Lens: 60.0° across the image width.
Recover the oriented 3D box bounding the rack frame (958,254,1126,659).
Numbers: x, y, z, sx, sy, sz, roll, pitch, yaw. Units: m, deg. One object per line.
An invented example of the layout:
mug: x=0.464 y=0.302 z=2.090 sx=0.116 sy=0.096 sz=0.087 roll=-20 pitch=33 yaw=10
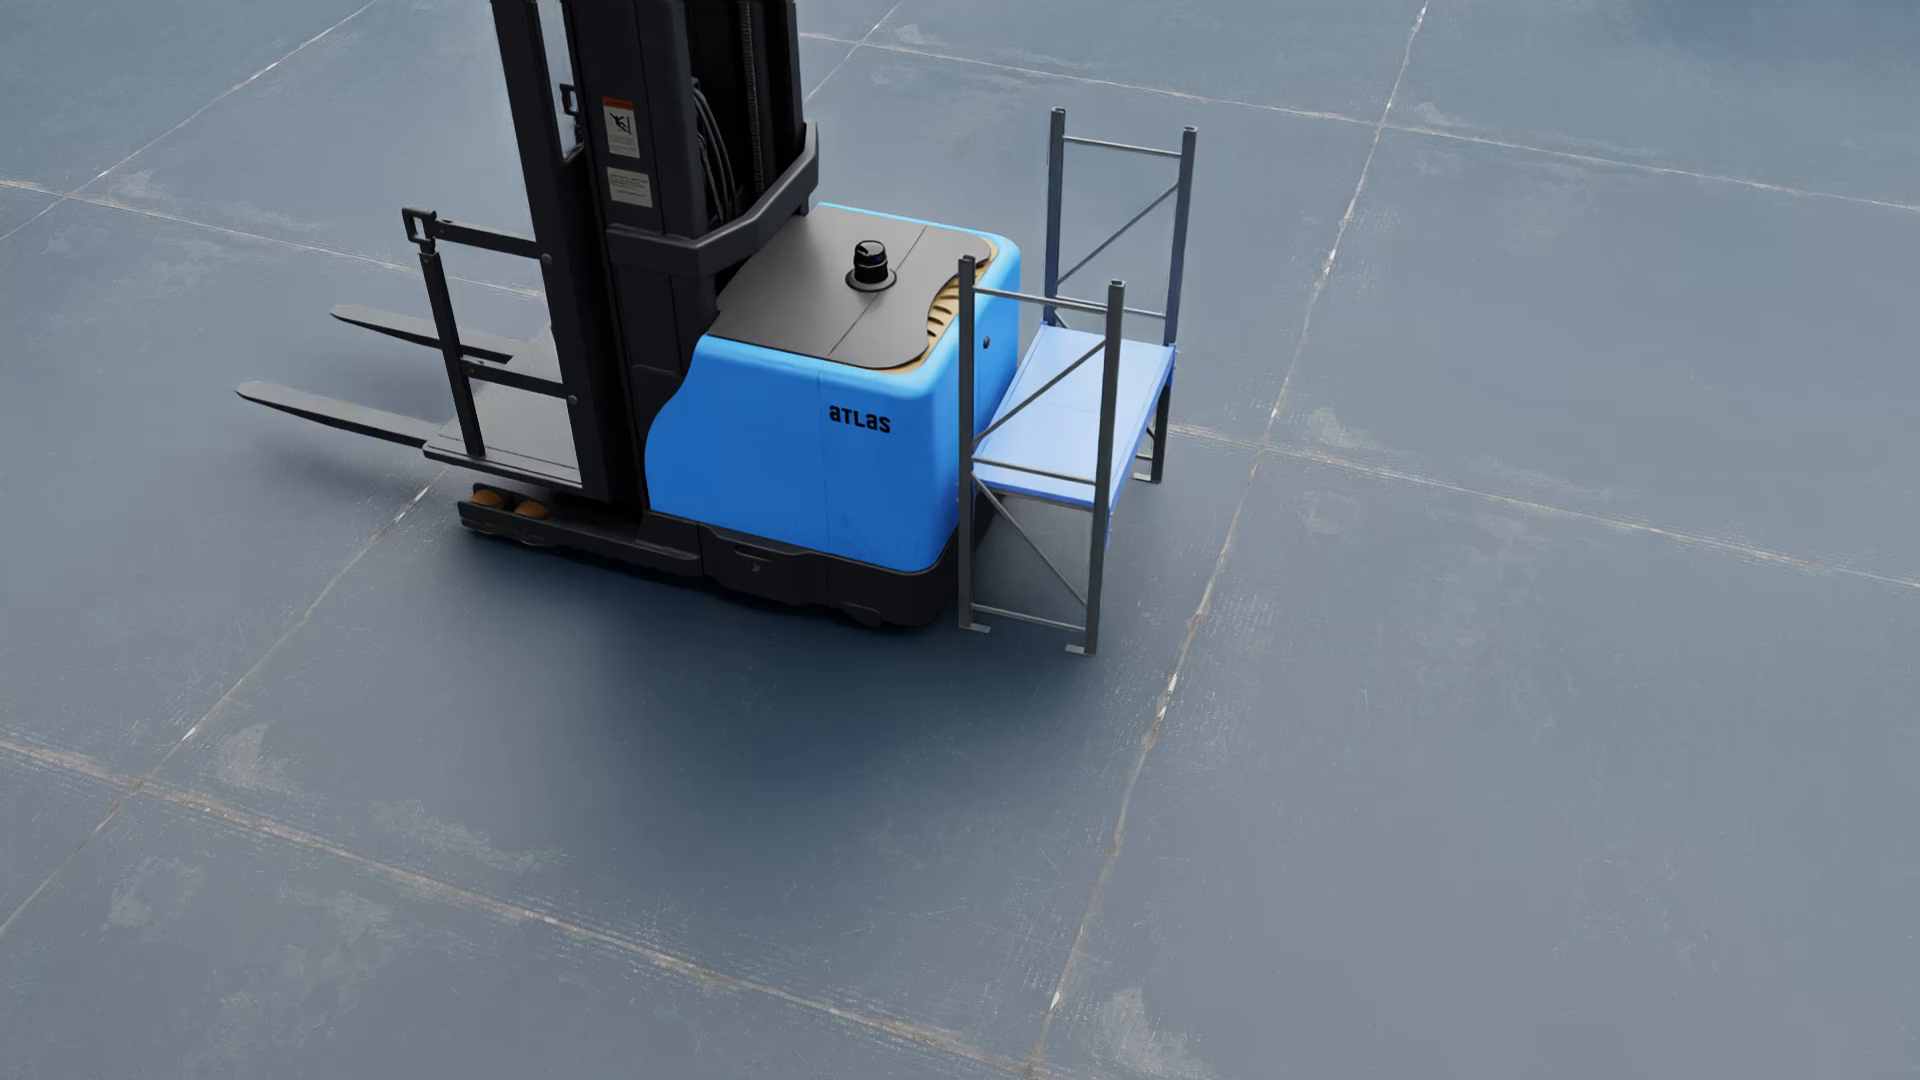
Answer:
rack frame: x=0.238 y=-0.219 z=5.352 sx=0.500 sy=1.500 sz=0.032 roll=12 pitch=42 yaw=14

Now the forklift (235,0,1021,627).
forklift: x=-1.345 y=-1.400 z=5.633 sx=3.031 sy=2.935 sz=1.130 roll=13 pitch=42 yaw=15

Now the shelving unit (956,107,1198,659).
shelving unit: x=0.395 y=-0.533 z=5.719 sx=0.538 sy=1.500 sz=1.048 roll=12 pitch=42 yaw=14

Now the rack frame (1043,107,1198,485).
rack frame: x=0.552 y=-0.847 z=6.087 sx=0.500 sy=1.500 sz=0.032 roll=12 pitch=42 yaw=14

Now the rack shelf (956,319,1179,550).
rack shelf: x=0.395 y=-0.396 z=5.836 sx=0.538 sy=0.185 sz=1.000 roll=12 pitch=42 yaw=14
